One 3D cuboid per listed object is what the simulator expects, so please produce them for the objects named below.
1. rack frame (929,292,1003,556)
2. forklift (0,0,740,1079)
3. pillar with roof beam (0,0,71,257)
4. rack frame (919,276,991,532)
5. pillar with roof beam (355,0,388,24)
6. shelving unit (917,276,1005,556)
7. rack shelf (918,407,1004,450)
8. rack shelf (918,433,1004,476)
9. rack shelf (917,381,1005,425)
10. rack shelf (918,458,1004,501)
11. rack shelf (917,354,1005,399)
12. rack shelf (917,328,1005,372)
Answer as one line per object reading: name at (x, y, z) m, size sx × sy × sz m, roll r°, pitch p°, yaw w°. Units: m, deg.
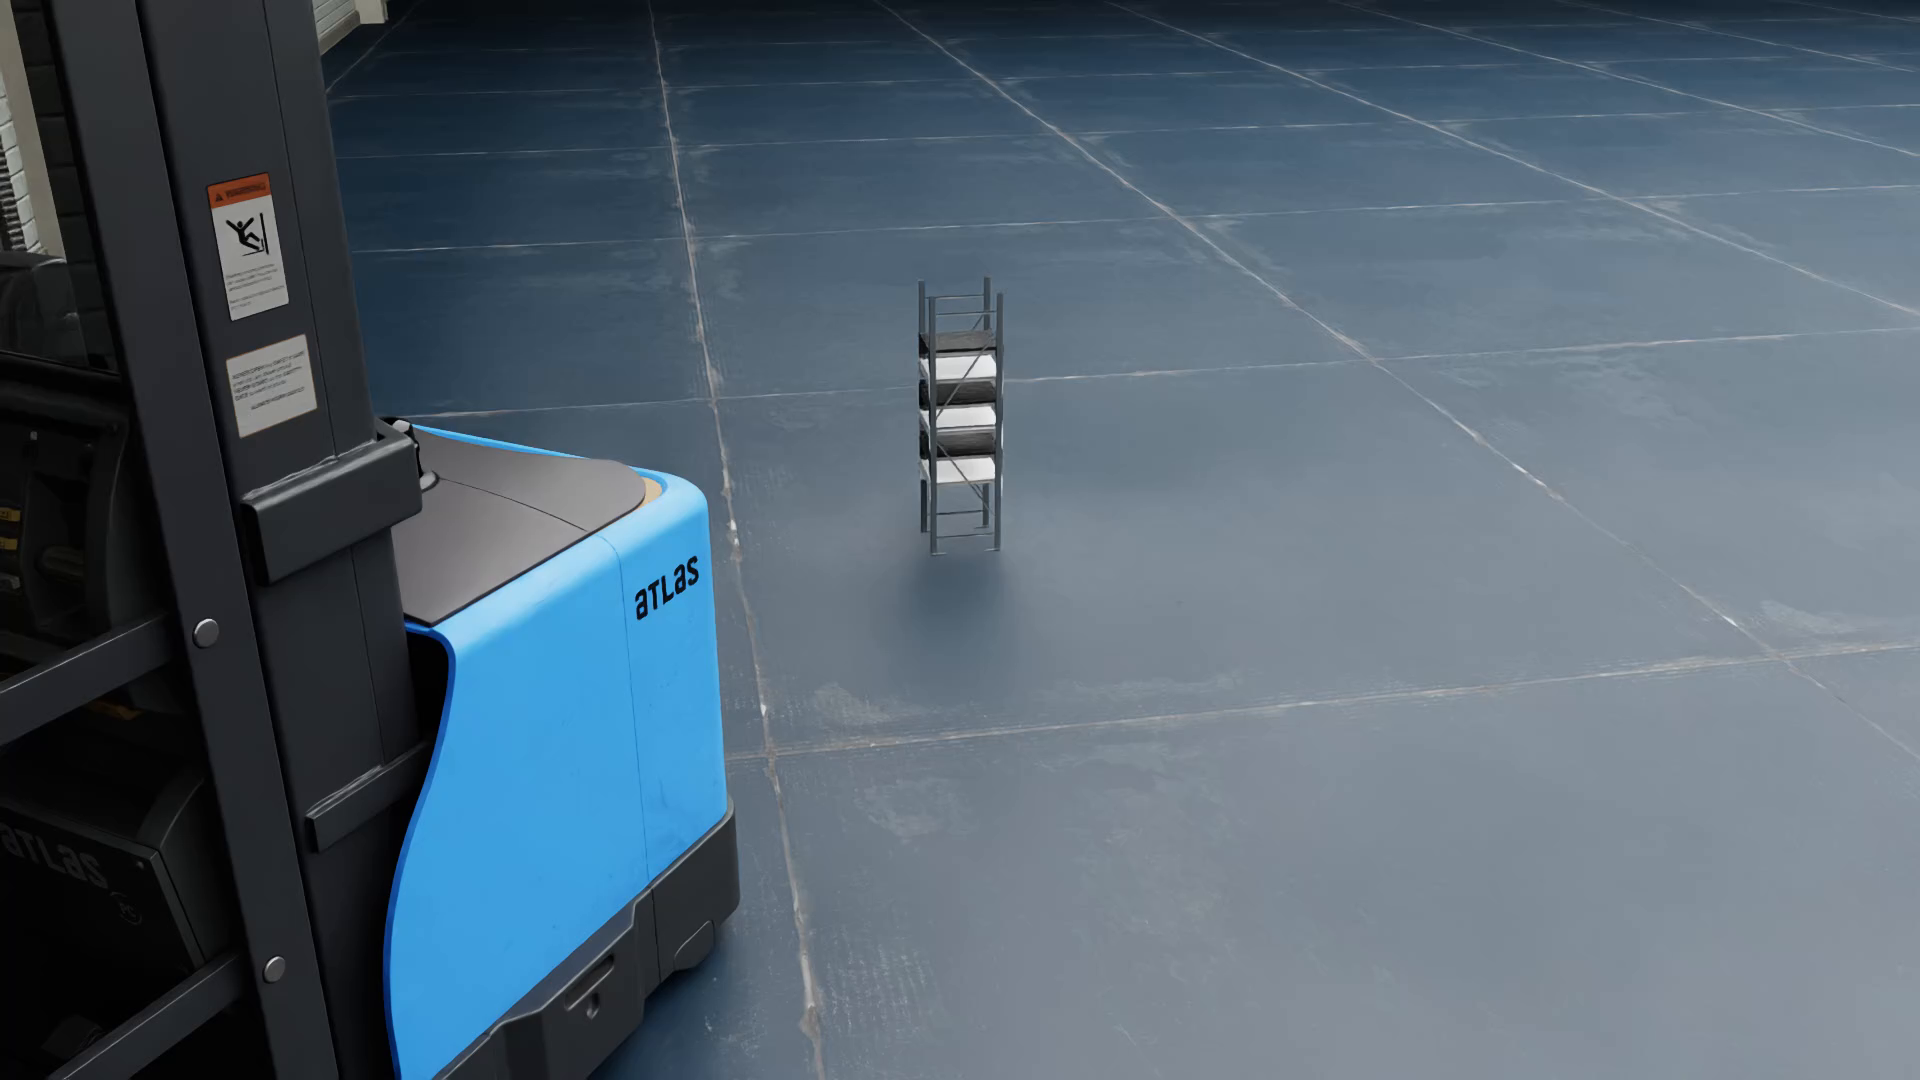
rack frame at (0.020, -0.369, 5.471) m, size 0.240 × 0.900 × 0.006 m, roll -4°, pitch 24°, yaw -10°
forklift at (-1.592, -0.037, 2.173) m, size 1.130 × 2.935 × 3.031 m, roll 11°, pitch 26°, yaw 24°
pillar with roof beam at (-0.641, -5.984, 8.208) m, size 9.100 × 9.000 × 0.400 m, roll -4°, pitch 24°, yaw -10°
rack frame at (-0.017, -0.449, 5.654) m, size 0.240 × 0.900 × 0.006 m, roll -4°, pitch 24°, yaw -10°
pillar with roof beam at (-2.860, -10.704, 19.016) m, size 9.100 × 9.000 × 0.400 m, roll -4°, pitch 24°, yaw -10°
shelving unit at (0.001, -0.409, 5.563) m, size 0.258 × 0.900 × 0.210 m, roll -4°, pitch 24°, yaw -10°
rack shelf at (0.001, -0.379, 5.576) m, size 0.258 × 0.077 × 0.200 m, roll -4°, pitch 24°, yaw -10°
rack shelf at (0.001, -0.296, 5.612) m, size 0.258 × 0.077 × 0.200 m, roll -4°, pitch 24°, yaw -10°
rack shelf at (0.001, -0.461, 5.540) m, size 0.258 × 0.077 × 0.200 m, roll -4°, pitch 24°, yaw -10°
rack shelf at (0.001, -0.214, 5.648) m, size 0.258 × 0.077 × 0.200 m, roll -4°, pitch 24°, yaw -10°
rack shelf at (0.001, -0.544, 5.504) m, size 0.258 × 0.077 × 0.200 m, roll -4°, pitch 24°, yaw -10°
rack shelf at (0.001, -0.626, 5.468) m, size 0.258 × 0.077 × 0.200 m, roll -4°, pitch 24°, yaw -10°
